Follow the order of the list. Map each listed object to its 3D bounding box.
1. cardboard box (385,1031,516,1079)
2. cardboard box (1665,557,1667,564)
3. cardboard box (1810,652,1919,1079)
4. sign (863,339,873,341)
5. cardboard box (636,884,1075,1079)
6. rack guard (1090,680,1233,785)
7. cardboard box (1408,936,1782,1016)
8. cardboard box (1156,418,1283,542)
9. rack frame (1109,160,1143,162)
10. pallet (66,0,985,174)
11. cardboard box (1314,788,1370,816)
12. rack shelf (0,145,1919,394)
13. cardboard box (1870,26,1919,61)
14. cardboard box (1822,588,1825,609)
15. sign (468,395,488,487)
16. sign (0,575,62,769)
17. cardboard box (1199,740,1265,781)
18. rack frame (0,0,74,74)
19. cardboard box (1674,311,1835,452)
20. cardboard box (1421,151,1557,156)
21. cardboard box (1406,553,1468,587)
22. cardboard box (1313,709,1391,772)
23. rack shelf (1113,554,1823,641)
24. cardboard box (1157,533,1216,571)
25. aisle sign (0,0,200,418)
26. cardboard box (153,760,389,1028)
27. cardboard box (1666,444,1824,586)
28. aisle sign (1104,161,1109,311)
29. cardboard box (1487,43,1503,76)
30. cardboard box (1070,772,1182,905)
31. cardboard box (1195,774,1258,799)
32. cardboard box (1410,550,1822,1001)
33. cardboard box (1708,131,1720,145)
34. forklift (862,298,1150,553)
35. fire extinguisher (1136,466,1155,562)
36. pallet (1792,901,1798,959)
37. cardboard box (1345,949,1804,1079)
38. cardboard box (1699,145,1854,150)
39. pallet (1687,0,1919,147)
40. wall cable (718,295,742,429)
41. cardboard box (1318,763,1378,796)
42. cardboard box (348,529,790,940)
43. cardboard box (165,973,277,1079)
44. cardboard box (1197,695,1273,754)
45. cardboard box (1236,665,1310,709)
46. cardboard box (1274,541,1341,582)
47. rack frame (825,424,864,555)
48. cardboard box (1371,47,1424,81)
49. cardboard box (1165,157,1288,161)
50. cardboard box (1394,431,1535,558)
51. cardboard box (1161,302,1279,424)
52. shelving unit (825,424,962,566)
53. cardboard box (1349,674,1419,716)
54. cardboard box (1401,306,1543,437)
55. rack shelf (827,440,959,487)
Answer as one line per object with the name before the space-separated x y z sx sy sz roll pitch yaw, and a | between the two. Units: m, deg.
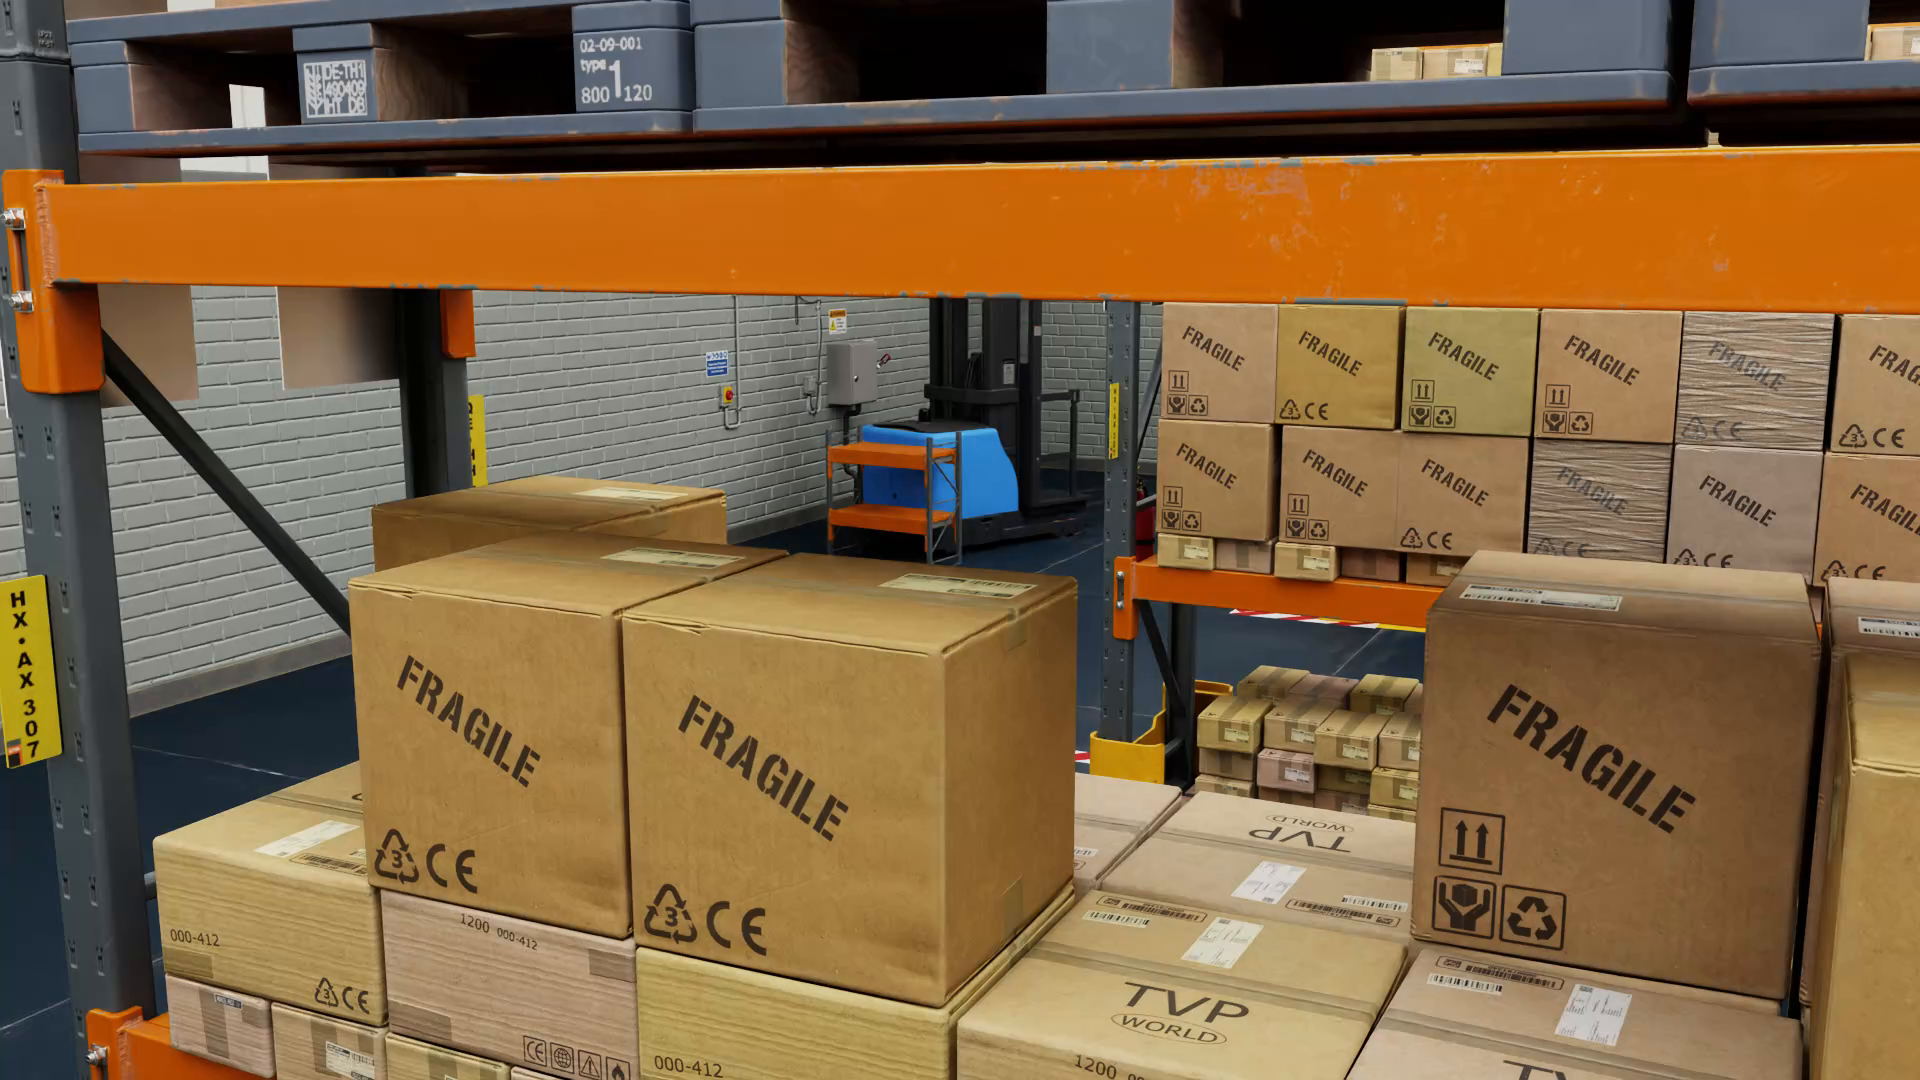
cardboard box | -0.741 0.850 2.818 0.250 0.149 0.380 5 11 24
cardboard box | 2.705 0.163 6.612 0.250 0.149 0.380 5 12 27
cardboard box | 1.236 0.445 1.827 0.500 0.500 0.500 5 11 26
sign | -0.963 -1.790 16.967 0.001 0.494 0.329 5 11 26
cardboard box | -0.144 0.694 2.560 0.500 0.250 0.500 5 11 24
rack guard | 0.980 1.057 7.985 0.348 0.500 1.175 5 11 26
cardboard box | 0.997 0.689 2.585 0.500 0.250 0.500 5 12 27
cardboard box | 1.192 -0.295 7.321 0.500 0.500 0.500 6 12 29
rack frame | 0.912 -3.131 7.261 0.127 3.000 1.000 5 11 26
pallet | -0.704 -0.770 2.890 1.213 0.211 1.003 5 11 26
cardboard box | 1.737 1.136 7.358 0.250 0.149 0.380 5 11 26
rack shelf | 0.420 -0.359 2.389 4.000 0.370 1.077 5 11 26
cardboard box | 3.435 -1.760 6.009 0.250 0.149 0.380 5 12 28
cardboard box | 3.446 0.210 6.352 0.250 0.149 0.380 5 11 24
sign | -1.121 -0.167 3.811 0.005 0.325 0.100 5 11 26
sign | -1.625 0.229 2.892 0.005 0.325 0.100 5 11 26
cardboard box | 1.268 0.953 7.531 0.250 0.149 0.380 6 12 28
rack frame | -1.374 -2.347 2.929 0.127 3.000 1.000 5 11 26
cardboard box | 3.039 -0.628 6.351 0.500 0.500 0.500 5 12 27
cardboard box | 2.139 -1.424 6.675 0.500 0.250 0.500 5 11 24
cardboard box | 2.047 0.090 7.017 0.250 0.149 0.380 5 11 25
cardboard box | 1.701 0.863 7.195 0.250 0.149 0.380 5 11 26
rack shelf | 2.705 0.333 6.989 4.000 0.370 1.077 5 11 26
cardboard box | 1.057 0.023 7.388 0.250 0.149 0.380 5 11 25
aisle sign | -1.571 -0.632 2.998 0.004 0.787 0.394 5 11 26
cardboard box | -1.063 0.614 3.002 0.500 0.250 0.500 5 11 24
cardboard box | 3.029 -0.133 6.425 0.500 0.500 0.500 5 11 26
aisle sign | 0.713 -1.416 7.331 0.004 0.787 0.394 5 11 26
cardboard box | 2.223 -1.847 6.486 0.250 0.149 0.380 5 12 28
cardboard box | 0.090 0.609 3.030 0.500 0.250 0.500 5 11 24
cardboard box | 1.240 1.110 7.502 0.250 0.149 0.380 5 12 27
cardboard box | 0.990 0.320 2.519 0.500 0.500 0.500 5 11 24
cardboard box | 3.041 -1.591 6.192 0.500 0.250 0.500 6 12 28
forklift | 0.521 -1.522 15.412 3.031 2.935 1.130 -9 14 -41
fire extinguisher | 0.890 -0.051 8.353 0.183 0.674 0.296 5 11 26
pallet | 3.881 1.461 6.564 1.213 0.211 1.003 5 11 26
cardboard box | 0.778 0.775 2.114 0.500 0.250 0.500 5 12 27
cardboard box | 3.041 -1.343 6.224 0.500 0.250 0.500 5 11 25
pallet | 1.484 -0.578 1.827 1.213 0.211 1.003 5 11 26
wall cable | -2.056 -1.933 14.549 0.123 1.953 0.585 5 11 26
cardboard box | 1.747 0.989 7.334 0.250 0.149 0.380 5 11 27
cardboard box | -0.614 0.284 2.718 0.500 0.500 0.500 5 11 24
cardboard box | -1.201 0.810 3.039 0.250 0.149 0.380 5 11 26
cardboard box | 1.231 0.820 7.431 0.250 0.149 0.380 4 11 23
cardboard box | 1.499 0.726 7.952 0.250 0.149 0.380 5 11 26
cardboard box | 1.521 0.066 7.149 0.250 0.149 0.380 5 11 24
rack frame | -0.992 -0.413 14.350 0.032 1.125 0.500 6 12 31
cardboard box | 1.751 -1.886 6.704 0.250 0.149 0.380 5 11 27
cardboard box | 1.201 -1.505 7.121 0.500 0.250 0.500 5 12 28
cardboard box | 2.117 -0.216 6.886 0.500 0.500 0.500 5 11 27
cardboard box | 1.197 -0.789 7.242 0.500 0.500 0.500 5 11 25
shelving unit | -0.561 -0.364 14.085 1.048 1.125 0.538 6 12 31
cardboard box | 1.987 0.755 7.792 0.250 0.149 0.380 5 11 25
cardboard box | 2.109 -0.705 6.781 0.500 0.500 0.500 5 11 25
rack shelf | -0.561 -0.652 14.033 1.000 0.278 0.538 6 12 31
